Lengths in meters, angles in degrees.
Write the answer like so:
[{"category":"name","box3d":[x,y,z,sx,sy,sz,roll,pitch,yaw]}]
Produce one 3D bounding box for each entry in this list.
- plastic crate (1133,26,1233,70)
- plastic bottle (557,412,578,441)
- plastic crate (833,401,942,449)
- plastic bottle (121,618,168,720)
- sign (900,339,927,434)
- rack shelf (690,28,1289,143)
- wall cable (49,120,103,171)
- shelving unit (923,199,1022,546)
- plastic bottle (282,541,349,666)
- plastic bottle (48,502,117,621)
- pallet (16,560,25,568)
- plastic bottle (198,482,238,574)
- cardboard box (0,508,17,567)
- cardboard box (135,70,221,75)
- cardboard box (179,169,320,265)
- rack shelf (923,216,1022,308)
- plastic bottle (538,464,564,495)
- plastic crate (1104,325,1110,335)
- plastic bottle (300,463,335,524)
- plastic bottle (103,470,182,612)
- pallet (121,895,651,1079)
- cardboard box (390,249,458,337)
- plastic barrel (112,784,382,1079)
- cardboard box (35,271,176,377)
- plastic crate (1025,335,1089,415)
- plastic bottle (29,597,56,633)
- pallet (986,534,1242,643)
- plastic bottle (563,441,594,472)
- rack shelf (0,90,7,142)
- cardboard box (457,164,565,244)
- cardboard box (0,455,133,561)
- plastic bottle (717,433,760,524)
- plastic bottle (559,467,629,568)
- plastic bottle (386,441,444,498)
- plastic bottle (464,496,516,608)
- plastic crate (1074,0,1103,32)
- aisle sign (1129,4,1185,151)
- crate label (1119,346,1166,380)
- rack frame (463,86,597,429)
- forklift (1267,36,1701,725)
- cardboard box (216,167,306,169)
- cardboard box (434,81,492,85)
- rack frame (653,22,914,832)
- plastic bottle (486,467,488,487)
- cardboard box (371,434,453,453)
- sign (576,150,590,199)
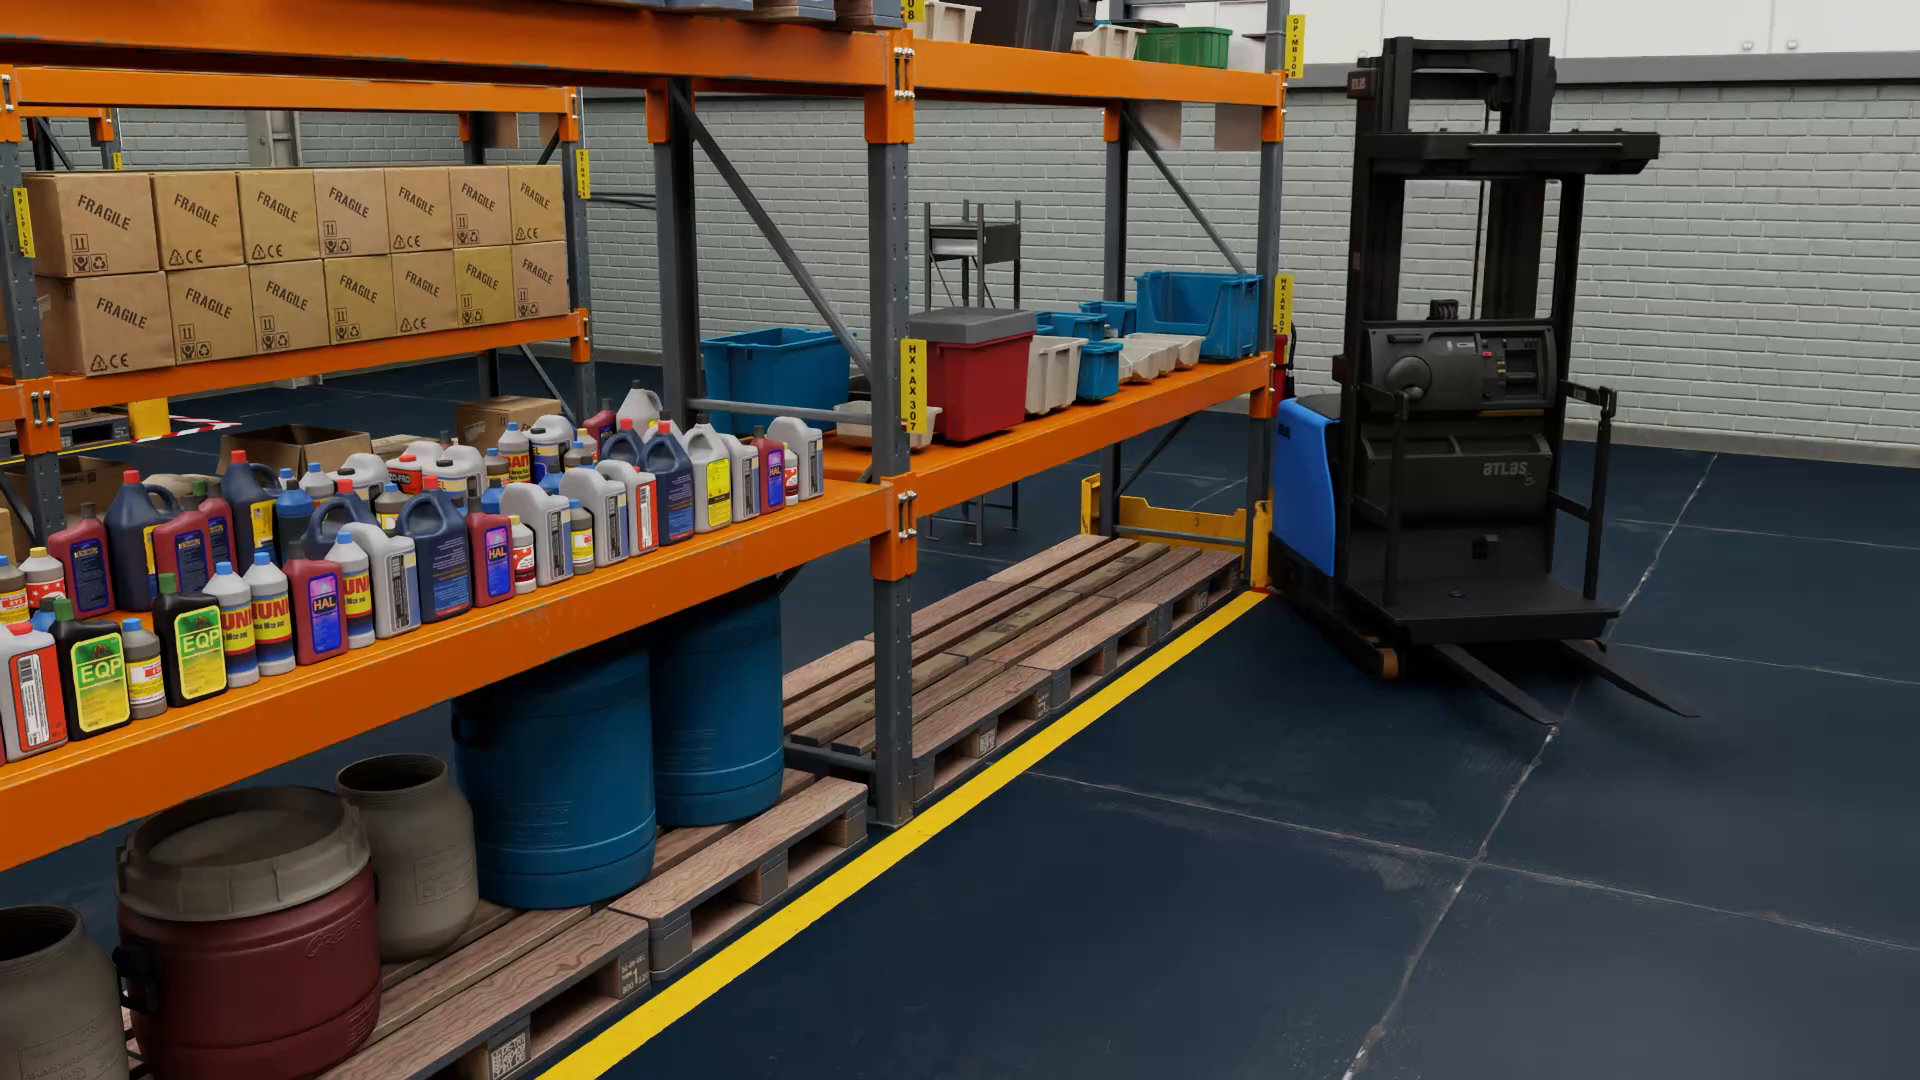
[{"category":"plastic crate","box3d":[1.066,-2.399,8.137,0.450,0.188,0.336,7,15,28]},{"category":"plastic bottle","box3d":[-1.343,-0.295,5.634,0.097,0.271,0.097,0,14,0]},{"category":"plastic crate","box3d":[-0.291,-0.438,6.386,0.396,0.136,0.243,7,15,28]},{"category":"plastic bottle","box3d":[-1.714,0.264,3.462,0.097,0.201,0.097,0,14,0]},{"category":"sign","box3d":[-0.160,-0.530,5.741,0.100,0.325,0.005,7,15,28]},{"category":"rack shelf","box3d":[0.326,-1.977,7.468,1.077,0.370,4.000,7,15,28]},{"category":"wall cable","box3d":[-7.589,-3.265,15.508,0.084,1.984,1.851,7,15,28]},{"category":"shelving unit","box3d":[0.080,-1.055,10.428,0.431,2.100,0.503,7,15,28]},{"category":"plastic bottle","box3d":[-1.484,0.135,3.821,0.061,0.283,0.133,7,15,28]},{"category":"plastic bottle","box3d":[-2.200,0.054,4.160,0.061,0.283,0.133,7,15,28]},{"category":"pallet","box3d":[-4.642,0.195,9.275,1.003,0.211,1.213,7,15,28]},{"category":"plastic bottle","box3d":[-1.993,-0.005,4.403,0.061,0.283,0.133,7,15,28]},{"category":"cardboard box","box3d":[-4.963,0.115,8.051,0.500,0.500,0.500,7,15,28]},{"category":"cardboard box","box3d":[-4.278,-2.579,8.751,0.500,0.250,0.500,7,15,28]},{"category":"cardboard box","box3d":[-4.003,-1.831,9.381,0.500,0.500,0.500,7,15,26]},{"category":"rack shelf","box3d":[0.080,-1.722,10.267,0.431,0.518,0.480,7,15,28]},{"category":"plastic bottle","box3d":[-1.152,-0.082,4.749,0.097,0.271,0.097,0,14,0]},{"category":"plastic crate","box3d":[0.658,-1.110,9.172,0.250,0.136,0.298,7,15,28]},{"category":"plastic bottle","box3d":[-1.838,-0.085,4.762,0.097,0.271,0.097,0,14,0]},{"category":"plastic bottle","box3d":[-2.086,-0.007,4.268,0.144,0.351,0.185,7,15,28]},{"category":"pallet","box3d":[-1.639,1.302,4.681,1.003,0.211,1.213,7,15,28]},{"category":"cardboard box","box3d":[-3.513,-1.558,10.382,0.500,0.500,0.500,8,15,28]},{"category":"plastic barrel","box3d":[-1.807,0.997,4.248,0.600,0.588,0.708,7,15,28]},{"category":"cardboard box","box3d":[-4.490,-1.142,8.658,0.500,0.500,0.500,8,16,30]},{"category":"plastic crate","box3d":[0.259,-0.722,7.253,0.437,0.282,0.530,7,15,28]},{"category":"plastic bottle","box3d":[-1.832,0.251,3.369,0.097,0.271,0.097,0,14,0]},{"category":"pallet","box3d":[0.860,0.242,9.080,1.003,0.211,1.213,7,15,28]},{"category":"plastic bottle","box3d":[-1.257,-0.224,5.487,0.097,0.201,0.097,0,14,0]},{"category":"rack shelf","box3d":[-5.942,-1.718,6.395,1.077,0.370,4.000,7,15,28]},{"category":"cardboard box","box3d":[-3.016,-2.253,11.131,0.500,0.500,0.500,7,15,28]},{"category":"cardboard box","box3d":[-4.948,-0.168,9.224,0.500,0.500,0.500,7,15,28]},{"category":"plastic bottle","box3d":[-0.725,-0.205,5.250,0.152,0.276,0.135,7,15,28]},{"category":"plastic bottle","box3d":[-1.034,-0.074,4.706,0.152,0.276,0.135,7,15,28]},{"category":"plastic bottle","box3d":[-1.646,-0.156,5.045,0.152,0.276,0.135,7,15,28]},{"category":"plastic bottle","box3d":[-1.218,0.022,4.289,0.061,0.283,0.133,7,15,28]},{"category":"plastic crate","box3d":[0.314,-2.424,7.922,0.504,0.338,0.767,7,15,28]},{"category":"aisle sign","box3d":[1.068,-2.591,9.333,0.394,0.787,0.004,7,15,28]},{"category":"crate label","box3d":[0.791,-0.874,8.194,0.396,0.136,0.243,7,15,28]},{"category":"rack frame","box3d":[-3.041,-1.841,11.768,1.000,3.000,0.127,7,15,28]},{"category":"forklift","box3d":[2.445,-0.845,7.785,1.130,2.935,3.031,-2,14,-7]},{"category":"cardboard box","box3d":[-4.224,-2.000,10.081,0.500,0.500,0.500,7,15,28]},{"category":"cardboard box","box3d":[-3.310,-2.989,10.453,0.500,0.250,0.500,7,15,28]},{"category":"rack frame","box3d":[-0.641,-0.458,6.033,1.000,3.000,0.127,7,15,28]},{"category":"plastic bottle","box3d":[-1.549,-0.174,5.279,0.097,0.201,0.097,0,14,0]},{"category":"cardboard box","box3d":[-3.794,-0.536,11.284,0.500,0.250,0.500,7,15,28]},{"category":"sign","box3d":[-2.565,-2.490,11.318,0.100,0.325,0.005,7,15,28]}]
